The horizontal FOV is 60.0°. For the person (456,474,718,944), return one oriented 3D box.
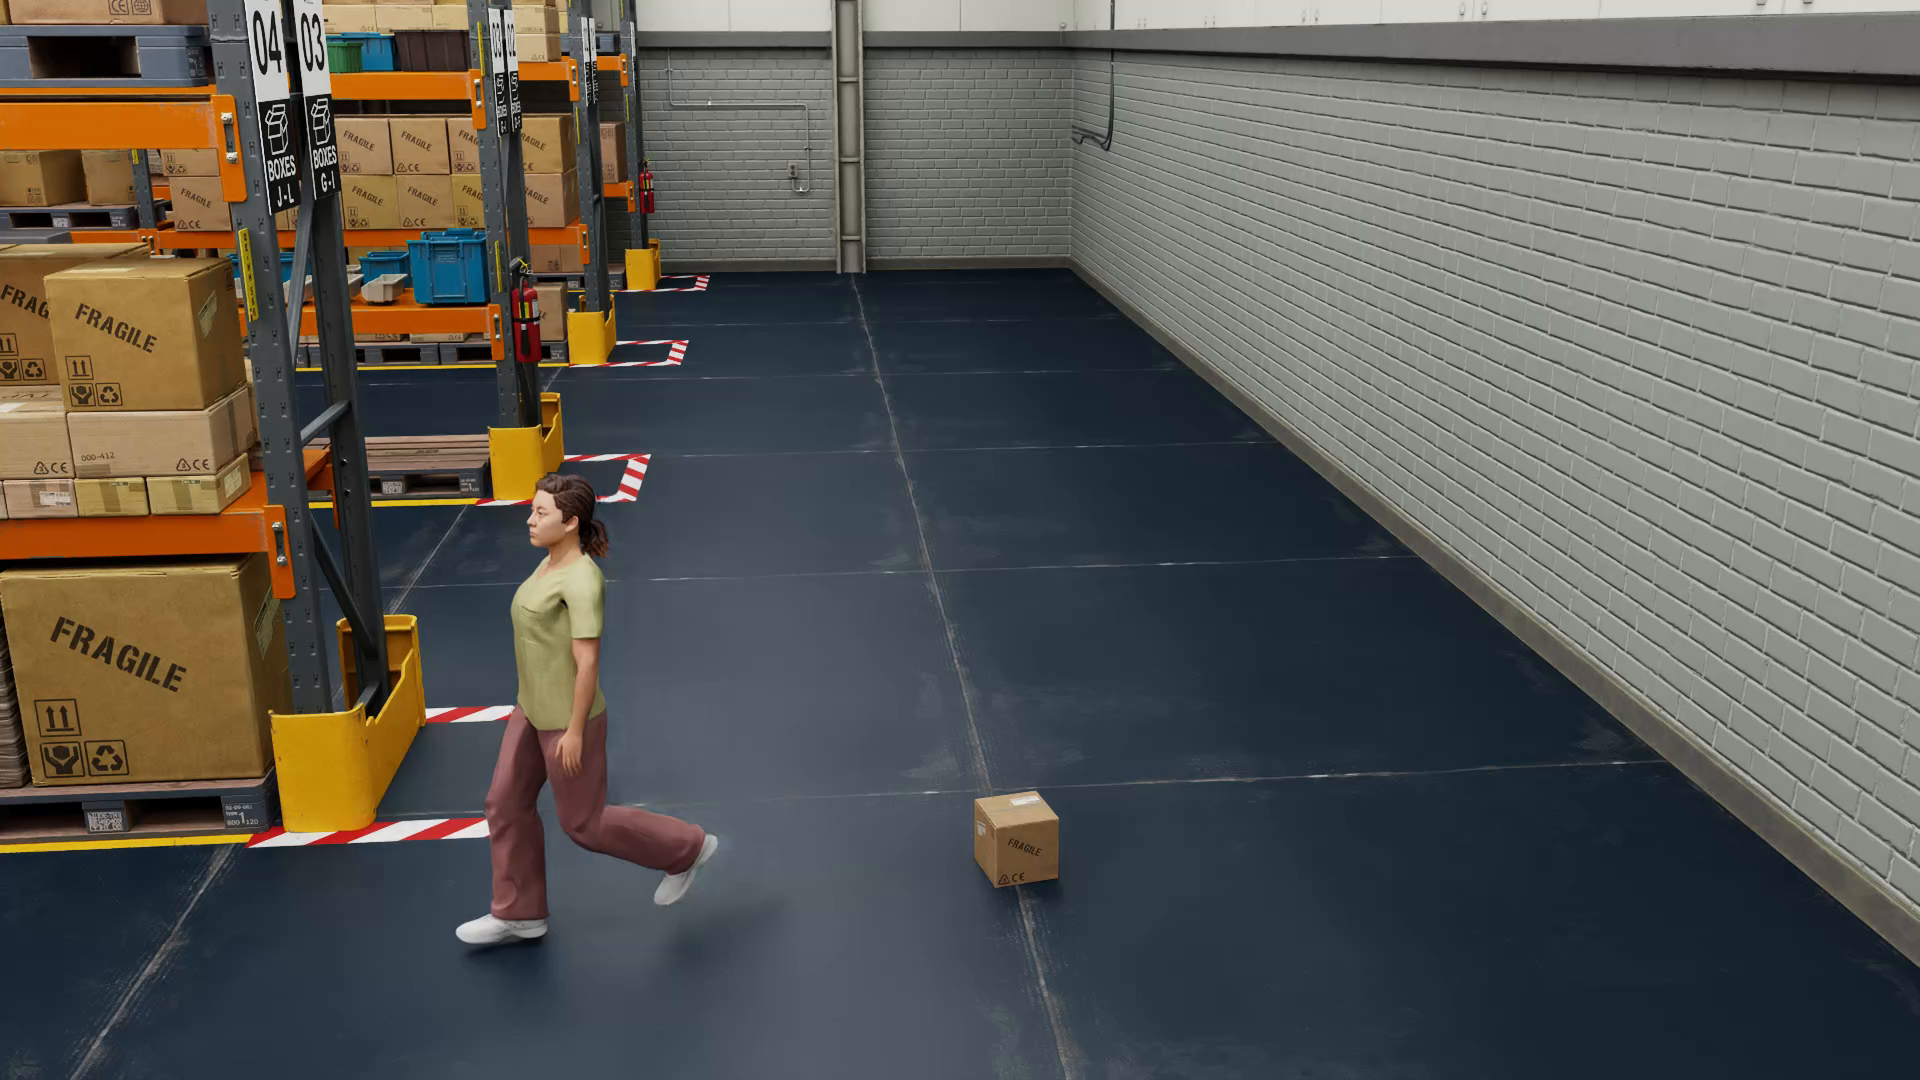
[{"bbox_3d":[-1.298,0.578,5.627,0.893,1.629,0.457,-10,19,-29],"label":"person"}]
